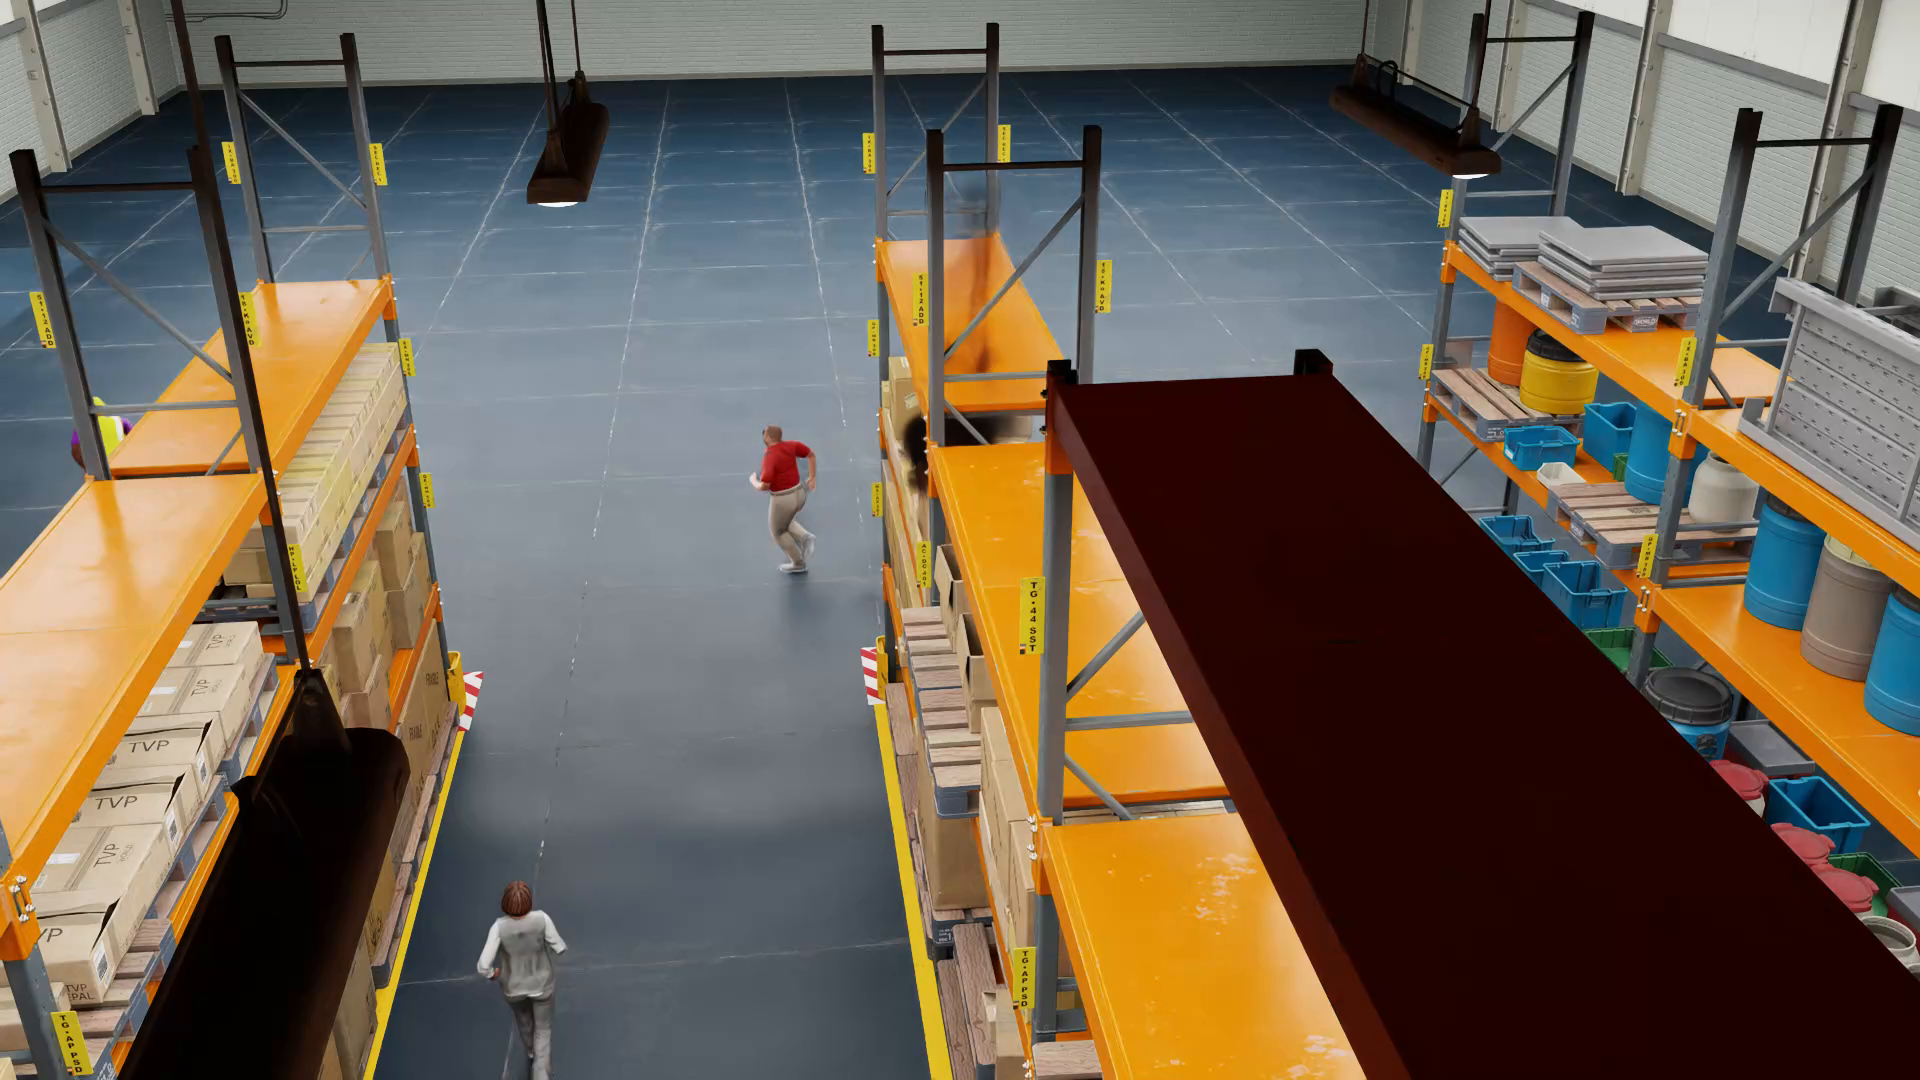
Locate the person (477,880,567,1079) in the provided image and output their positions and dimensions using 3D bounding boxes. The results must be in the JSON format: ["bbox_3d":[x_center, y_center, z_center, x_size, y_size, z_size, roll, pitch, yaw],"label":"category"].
[{"bbox_3d":[-2.757,2.864,10.622,0.537,1.609,0.852,-5,26,-10],"label":"person"}]

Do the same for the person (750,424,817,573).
[{"bbox_3d":[-1.877,-0.443,17.520,0.674,1.680,0.706,14,29,27],"label":"person"}]

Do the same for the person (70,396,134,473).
[{"bbox_3d":[-9.111,-0.657,17.972,0.718,1.712,1.015,-23,34,-39],"label":"person"}]
